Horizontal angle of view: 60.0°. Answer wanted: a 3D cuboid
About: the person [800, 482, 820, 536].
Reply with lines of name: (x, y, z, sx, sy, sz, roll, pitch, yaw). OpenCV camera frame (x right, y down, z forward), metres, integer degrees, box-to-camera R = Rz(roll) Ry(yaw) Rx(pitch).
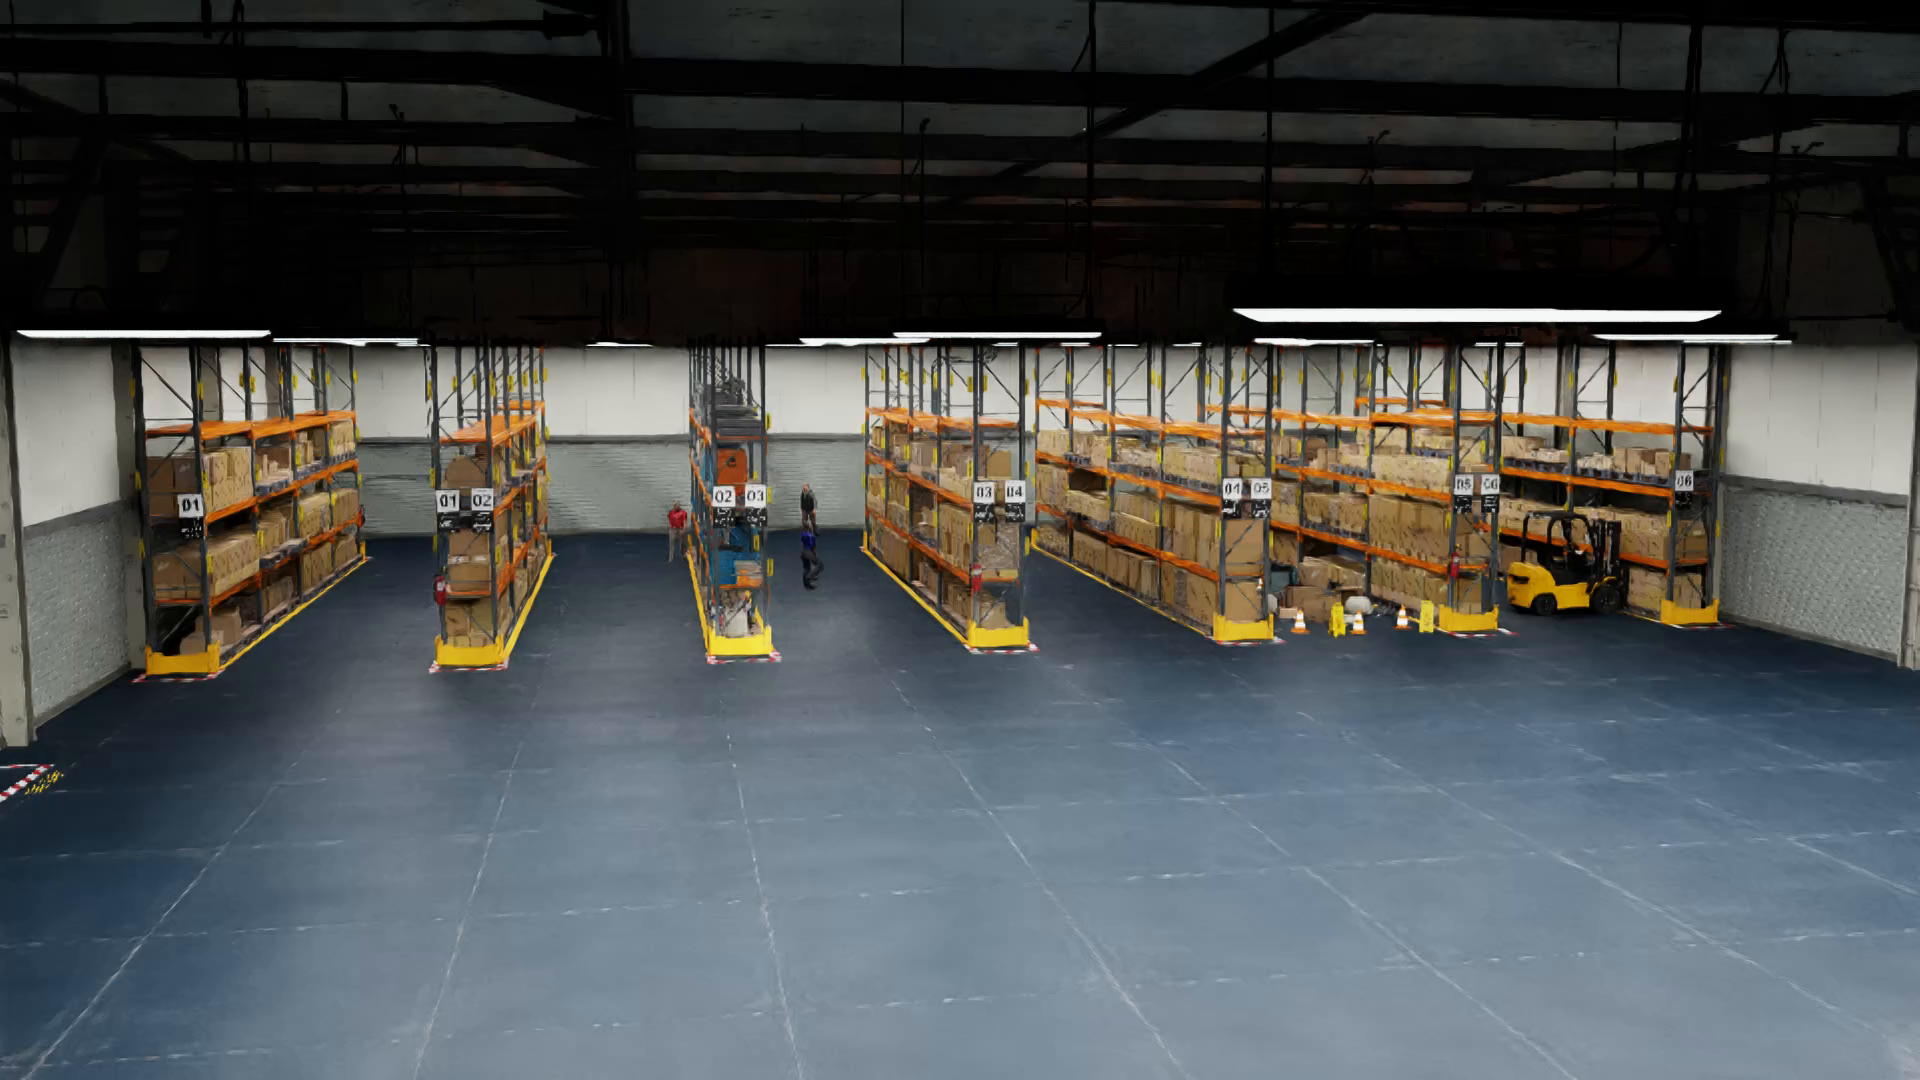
person: (-4.590, -0.930, 50.723, 0.572, 1.707, 0.563, 3, 7, 25)

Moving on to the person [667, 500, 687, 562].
person: (-7.625, -0.260, 44.923, 0.533, 1.658, 1.040, 0, 7, -1)

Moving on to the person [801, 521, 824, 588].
person: (-3.549, 0.351, 39.535, 0.451, 1.631, 0.573, -5, 8, -36)
